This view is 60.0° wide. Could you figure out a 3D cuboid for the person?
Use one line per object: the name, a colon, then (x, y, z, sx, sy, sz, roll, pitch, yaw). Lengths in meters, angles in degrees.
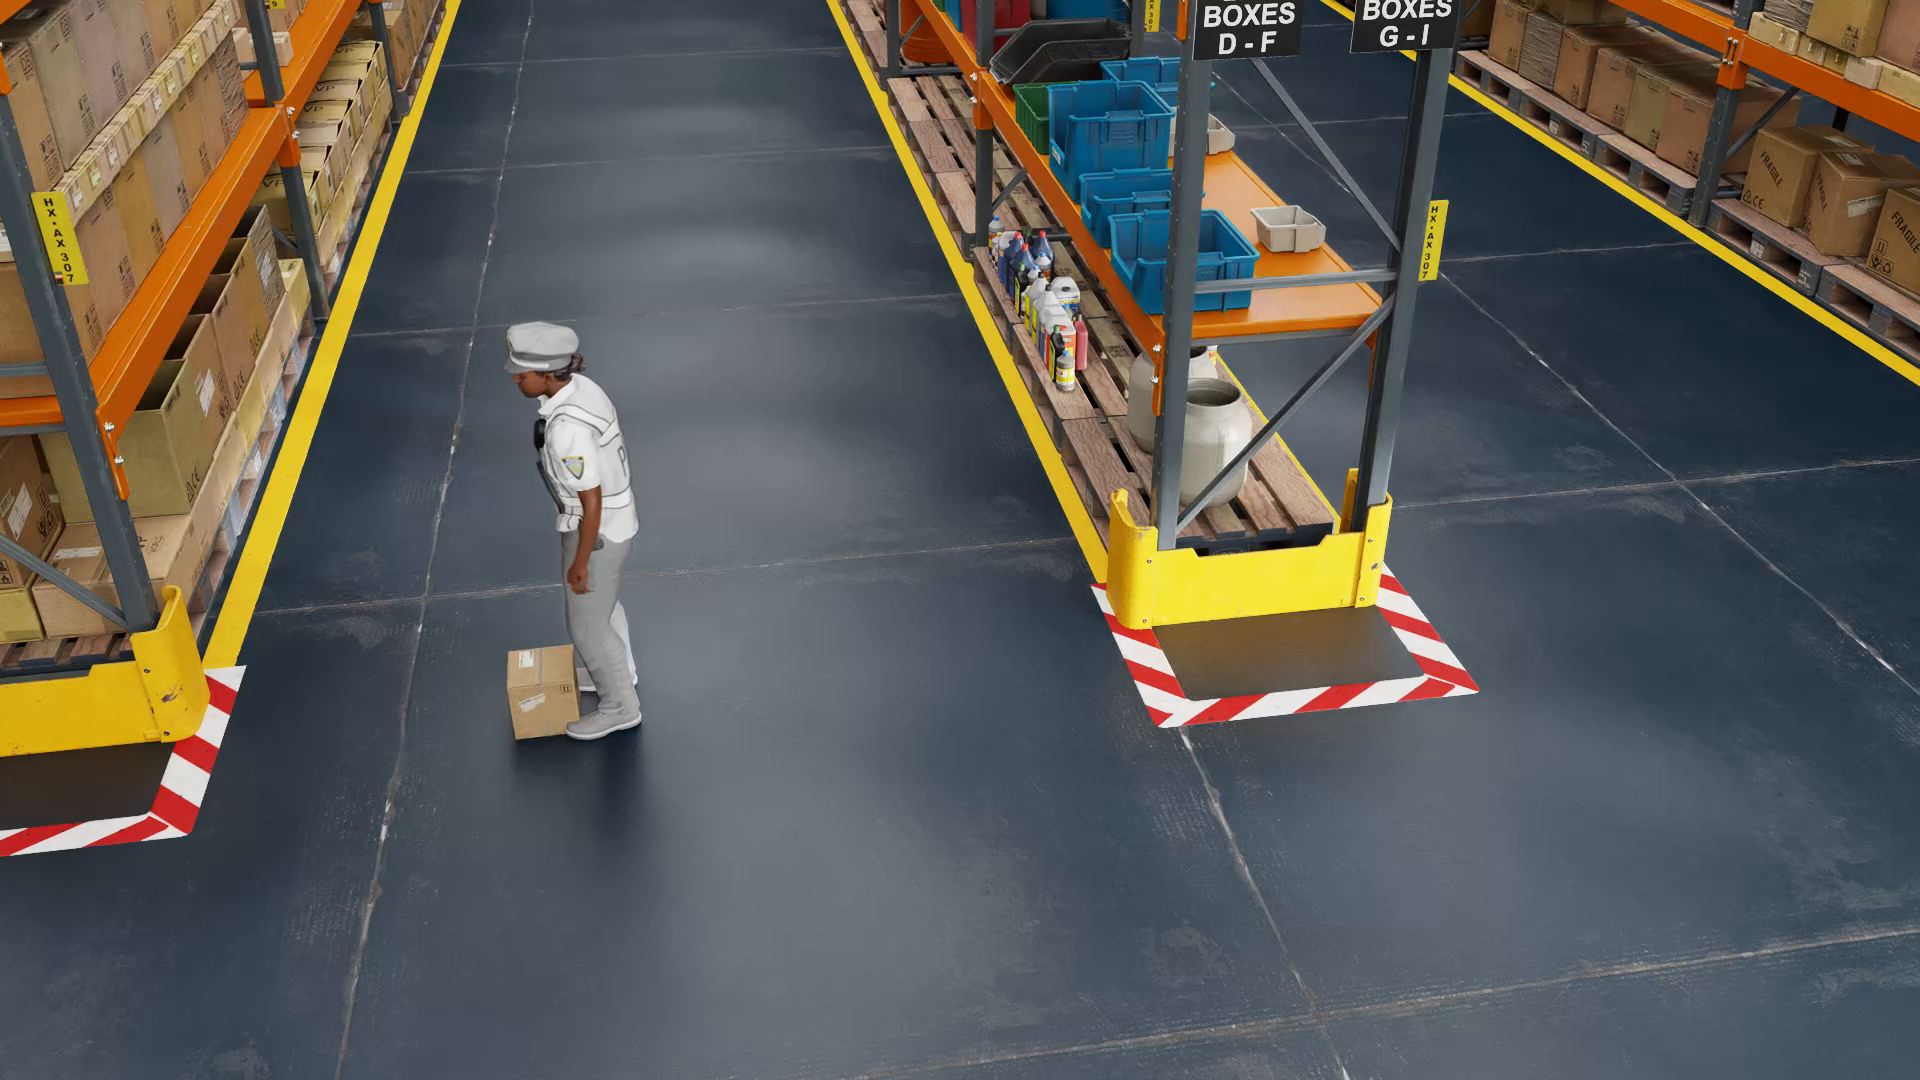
person: (-1.397, -0.037, 6.190, 0.391, 1.664, 0.531, -7, 32, -11)
